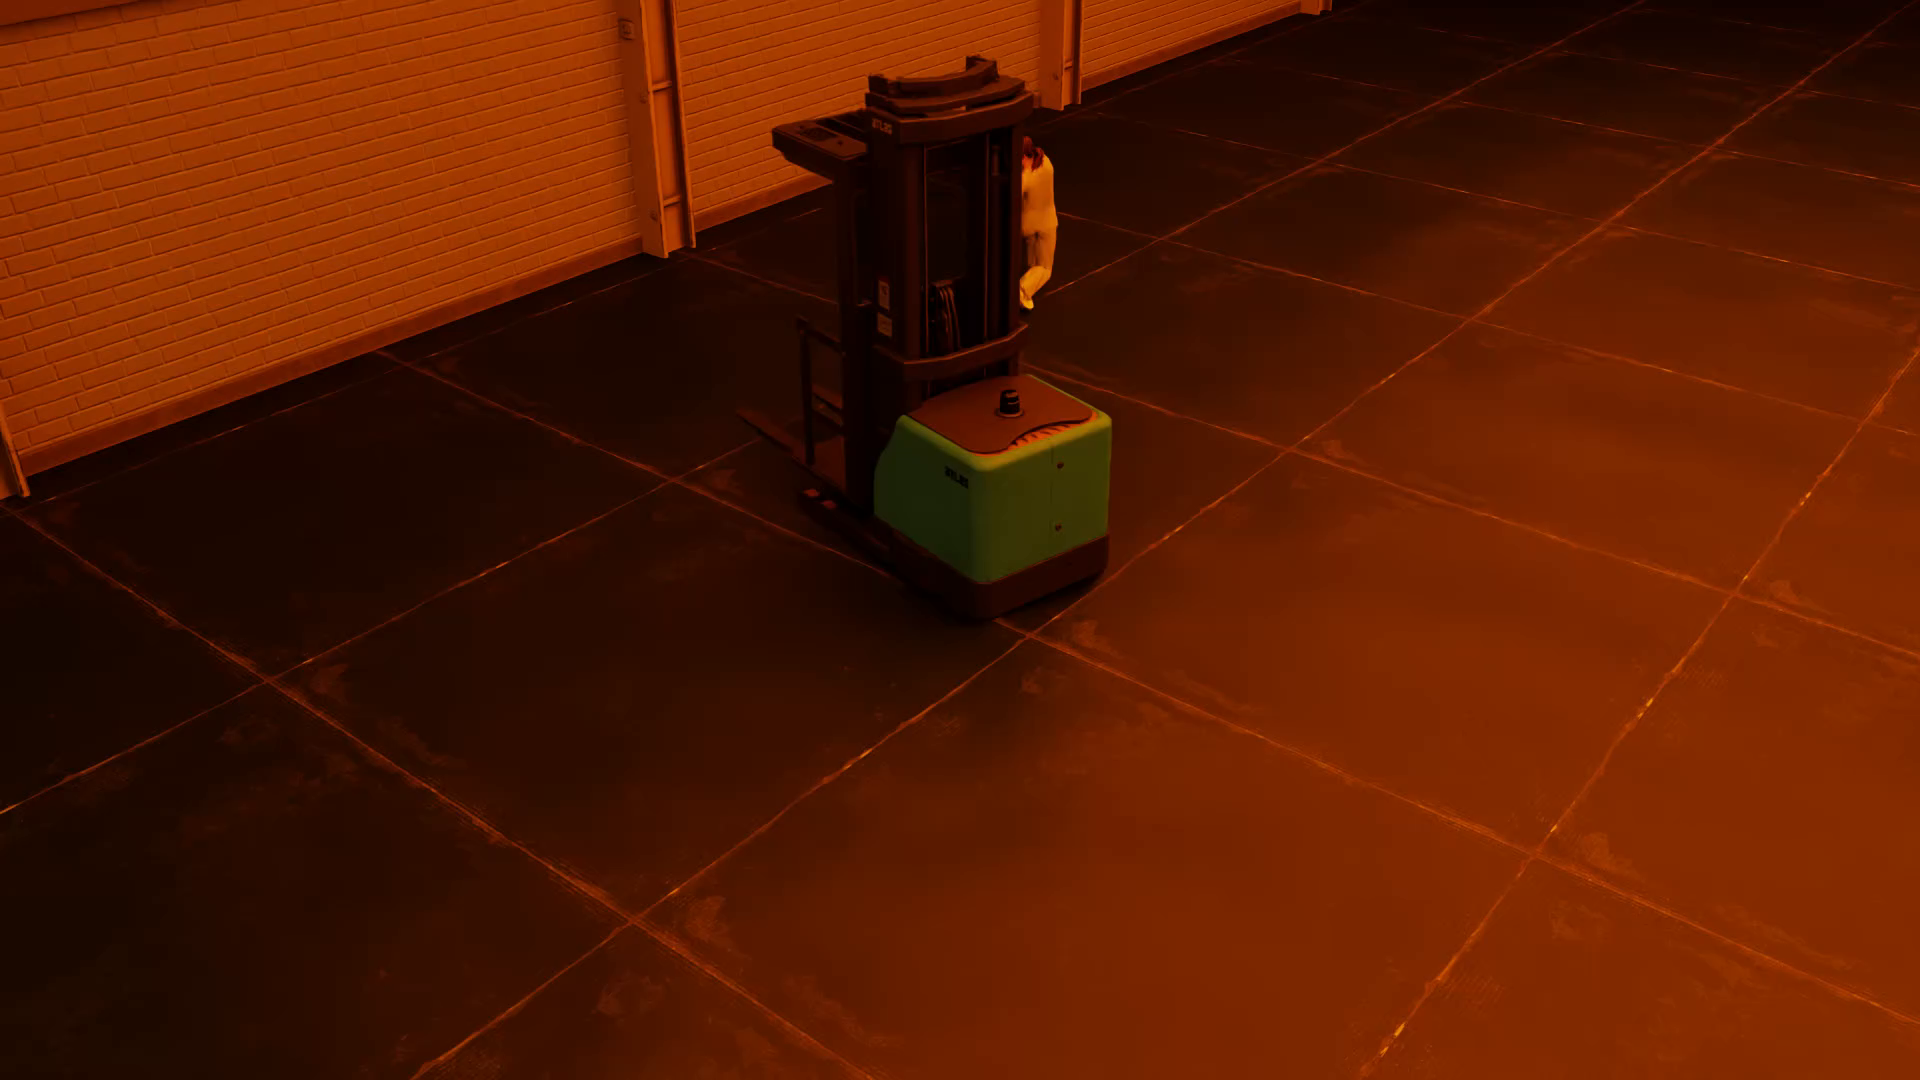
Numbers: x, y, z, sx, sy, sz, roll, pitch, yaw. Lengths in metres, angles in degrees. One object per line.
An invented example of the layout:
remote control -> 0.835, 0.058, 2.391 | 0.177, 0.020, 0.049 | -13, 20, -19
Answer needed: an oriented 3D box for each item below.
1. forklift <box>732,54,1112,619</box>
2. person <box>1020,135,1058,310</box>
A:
forklift -> -0.402, -1.491, 10.147 | 1.130, 2.935, 3.031 | -21, 37, -32
person -> 0.469, -2.615, 13.641 | 0.684, 1.430, 0.946 | -1, 30, -1
